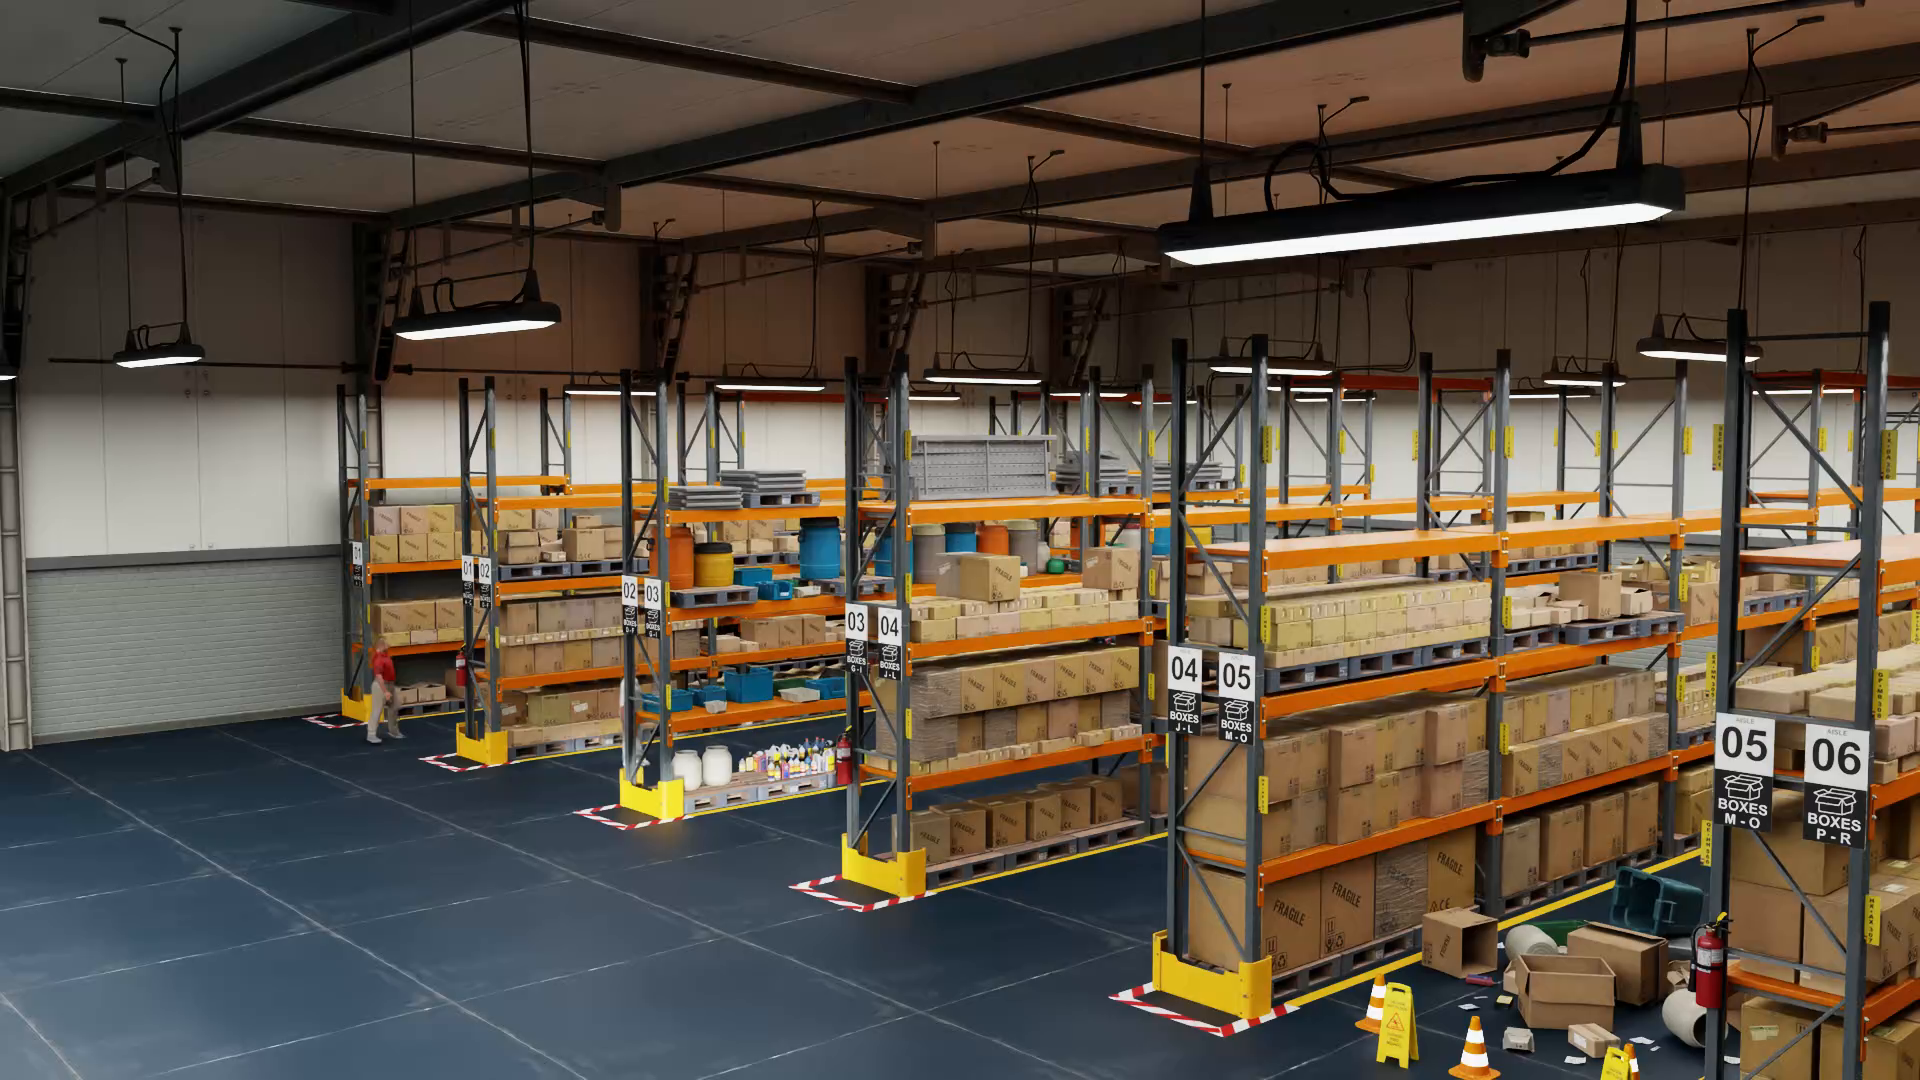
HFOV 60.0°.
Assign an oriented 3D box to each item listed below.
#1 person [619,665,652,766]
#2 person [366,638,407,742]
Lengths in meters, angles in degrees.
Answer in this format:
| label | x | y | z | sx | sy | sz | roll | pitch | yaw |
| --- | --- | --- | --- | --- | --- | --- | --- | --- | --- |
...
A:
| label | x | y | z | sx | sy | sz | roll | pitch | yaw |
| --- | --- | --- | --- | --- | --- | --- | --- | --- | --- |
| person | -5.043 | 2.712 | 25.618 | 0.405 | 1.613 | 0.495 | 2 | 4 | 29 |
| person | -9.594 | 2.507 | 27.734 | 0.504 | 1.772 | 0.673 | 0 | 4 | 4 |
